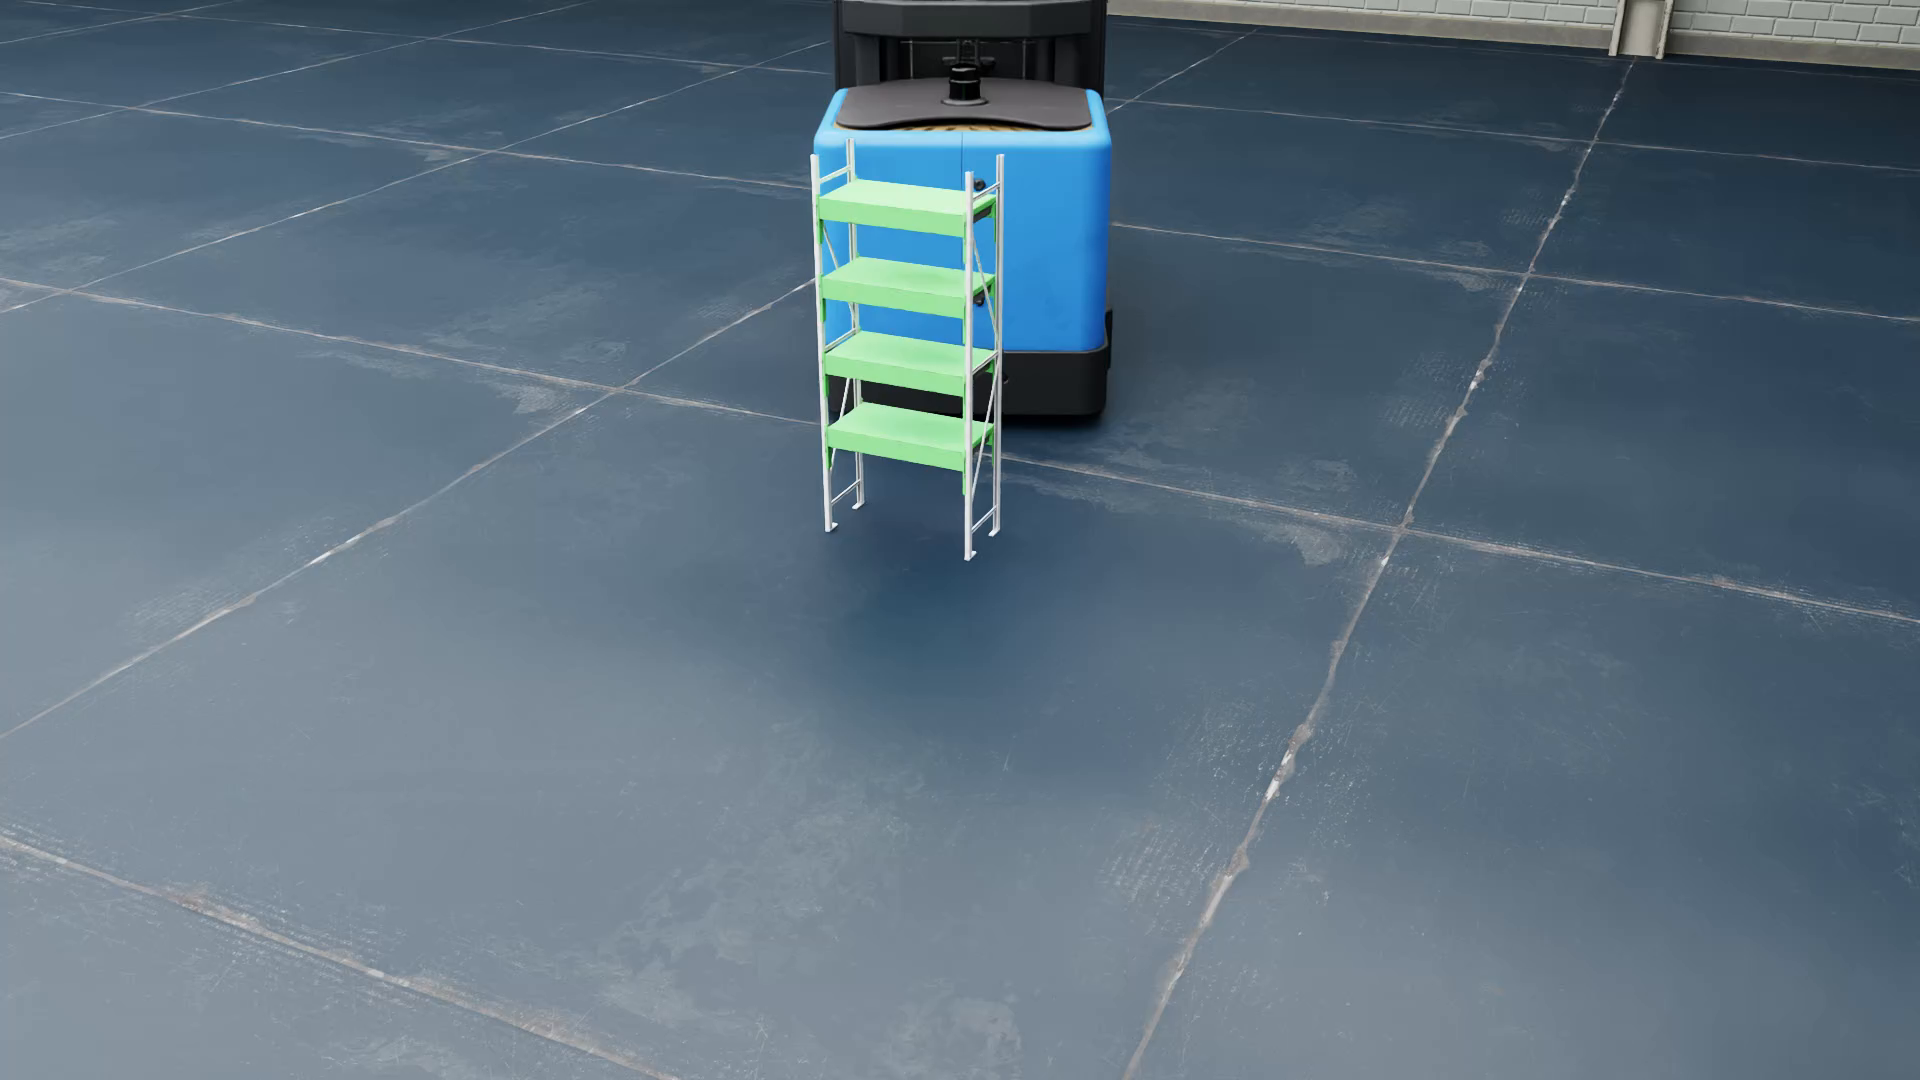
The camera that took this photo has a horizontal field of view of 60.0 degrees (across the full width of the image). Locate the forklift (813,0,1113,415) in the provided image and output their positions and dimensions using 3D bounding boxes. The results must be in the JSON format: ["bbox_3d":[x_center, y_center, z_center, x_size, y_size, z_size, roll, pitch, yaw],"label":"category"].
[{"bbox_3d":[0.045,-2.374,6.753,1.130,2.935,3.031,1,26,1],"label":"forklift"}]

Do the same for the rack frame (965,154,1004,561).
[{"bbox_3d":[0.071,-0.524,4.956,0.015,1.200,0.240,11,28,22],"label":"rack frame"}]

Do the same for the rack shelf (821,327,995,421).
[{"bbox_3d":[-0.151,-0.511,5.075,0.480,0.148,0.258,11,28,22],"label":"rack shelf"}]

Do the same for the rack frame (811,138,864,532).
[{"bbox_3d":[-0.373,-0.613,5.137,0.015,1.200,0.240,11,28,22],"label":"rack frame"}]

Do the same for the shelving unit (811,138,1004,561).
[{"bbox_3d":[-0.151,-0.569,5.046,0.503,1.200,0.258,11,28,22],"label":"shelving unit"}]

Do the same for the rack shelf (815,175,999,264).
[{"bbox_3d":[-0.151,-0.942,4.863,0.480,0.148,0.258,11,28,22],"label":"rack shelf"}]

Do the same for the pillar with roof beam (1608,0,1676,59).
[{"bbox_3d":[3.485,-6.087,7.426,0.400,9.000,9.100,11,28,22],"label":"pillar with roof beam"}]

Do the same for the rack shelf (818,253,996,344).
[{"bbox_3d":[-0.151,-0.727,4.969,0.480,0.148,0.258,11,28,22],"label":"rack shelf"}]

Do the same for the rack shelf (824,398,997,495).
[{"bbox_3d":[-0.151,-0.296,5.181,0.480,0.148,0.258,11,28,22],"label":"rack shelf"}]
